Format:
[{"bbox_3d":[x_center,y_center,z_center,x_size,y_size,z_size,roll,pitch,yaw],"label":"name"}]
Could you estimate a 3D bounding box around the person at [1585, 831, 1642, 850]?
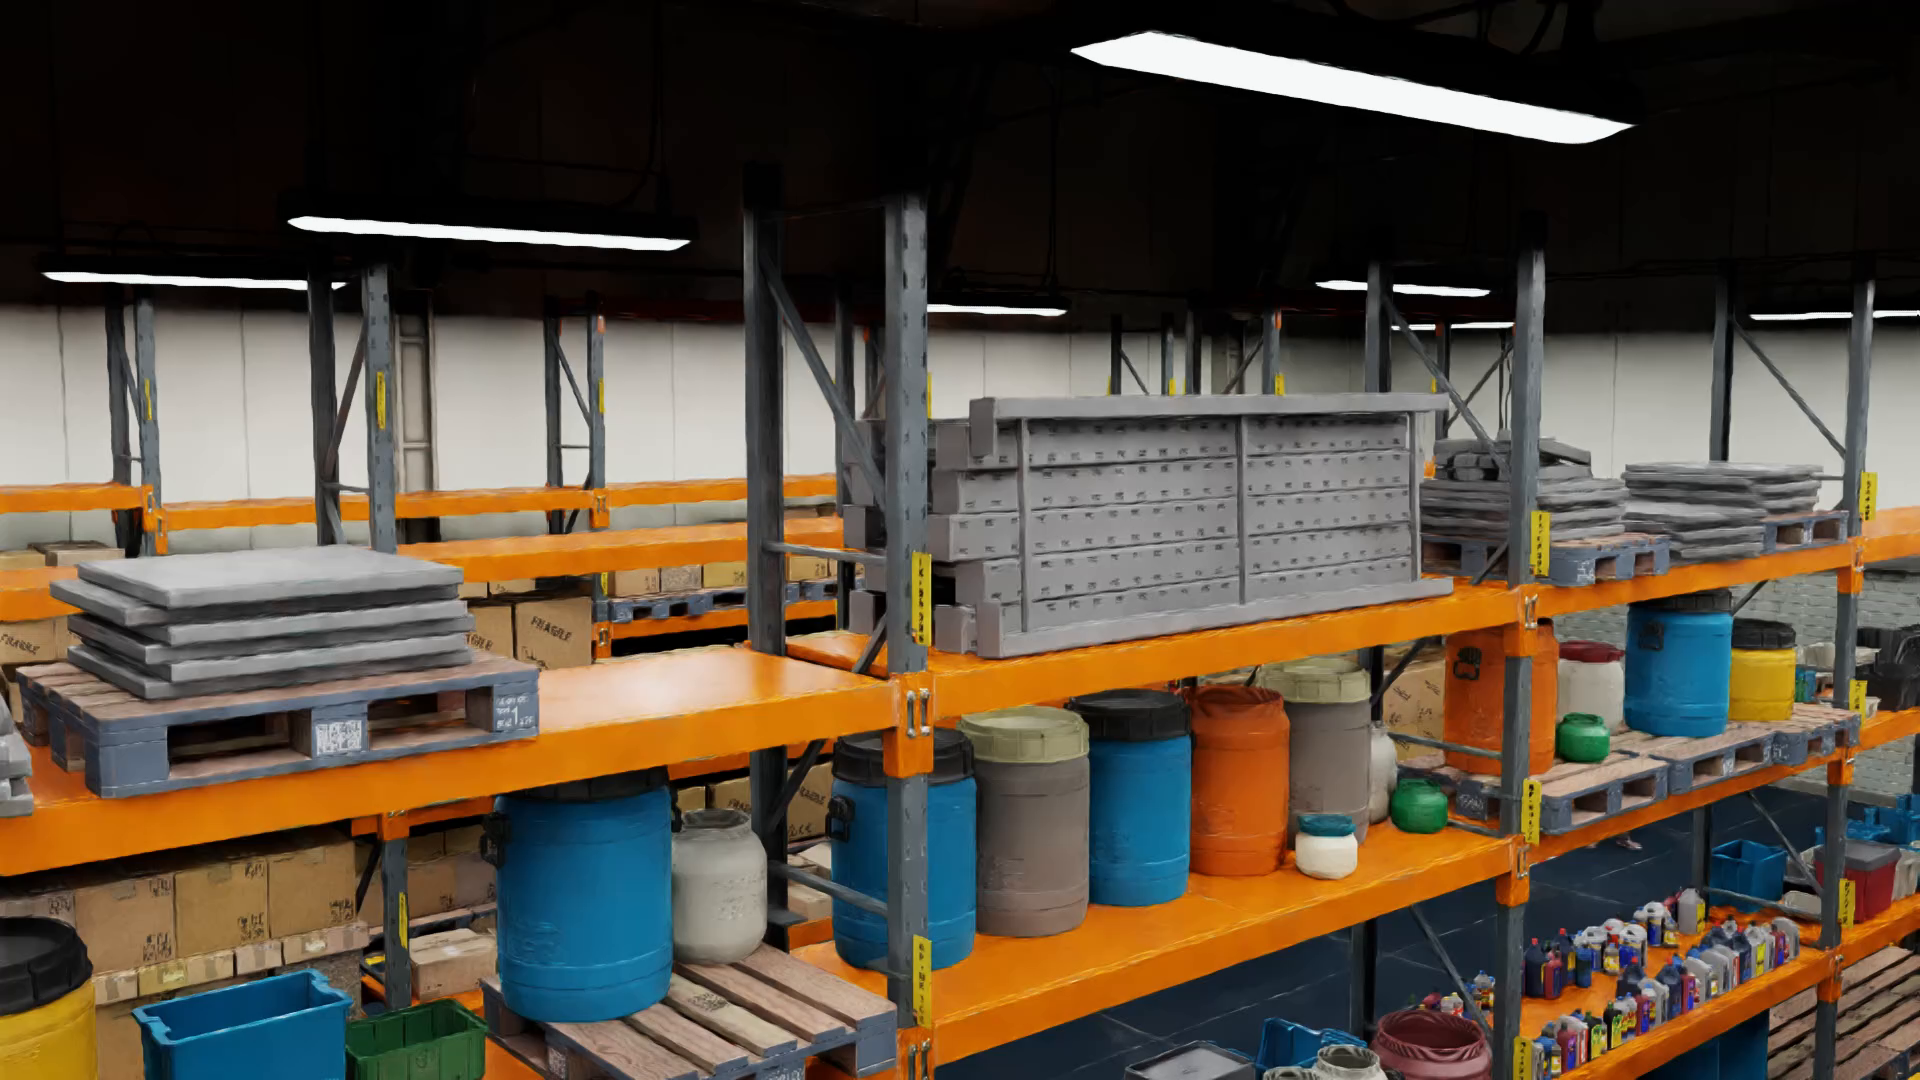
[{"bbox_3d":[7.186,2.570,18.299,0.572,1.663,0.416,-2,6,-19],"label":"person"}]
